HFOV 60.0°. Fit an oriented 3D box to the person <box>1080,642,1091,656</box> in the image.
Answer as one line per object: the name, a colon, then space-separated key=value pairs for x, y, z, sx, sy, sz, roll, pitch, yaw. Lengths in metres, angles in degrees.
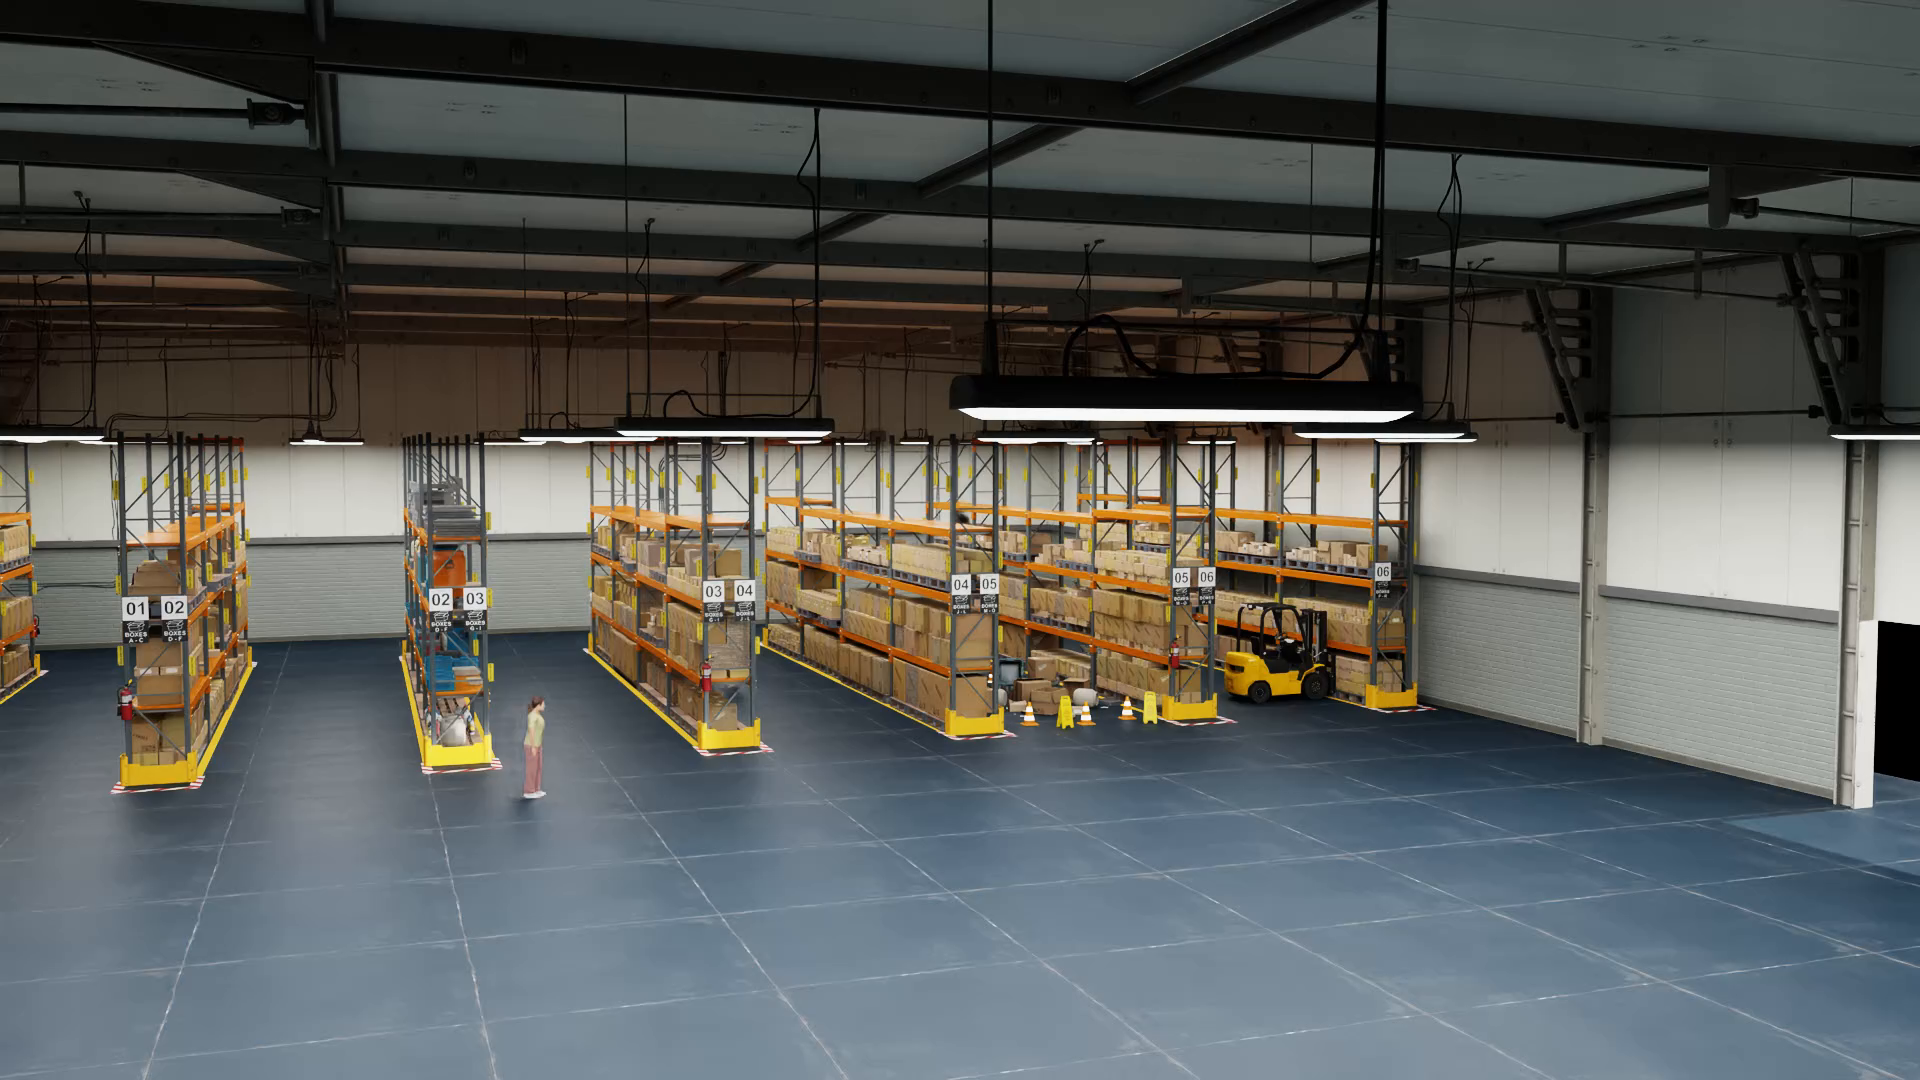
person: x=3.411 y=2.427 z=43.904 sx=0.498 sy=1.683 sz=0.466 roll=-1 pitch=3 yaw=-15

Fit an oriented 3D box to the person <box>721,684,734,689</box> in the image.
person: x=-5.477 y=2.652 z=39.478 sx=0.563 sy=1.805 sz=0.465 roll=1 pitch=3 yaw=18

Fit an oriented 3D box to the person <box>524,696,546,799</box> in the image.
person: x=-6.970 y=3.381 z=27.215 sx=0.360 sy=1.683 sz=0.482 roll=0 pitch=3 yaw=-4

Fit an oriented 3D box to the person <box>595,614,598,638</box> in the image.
person: x=-10.851 y=2.134 z=49.992 sx=0.461 sy=1.709 sz=0.480 roll=3 pitch=4 yaw=43
